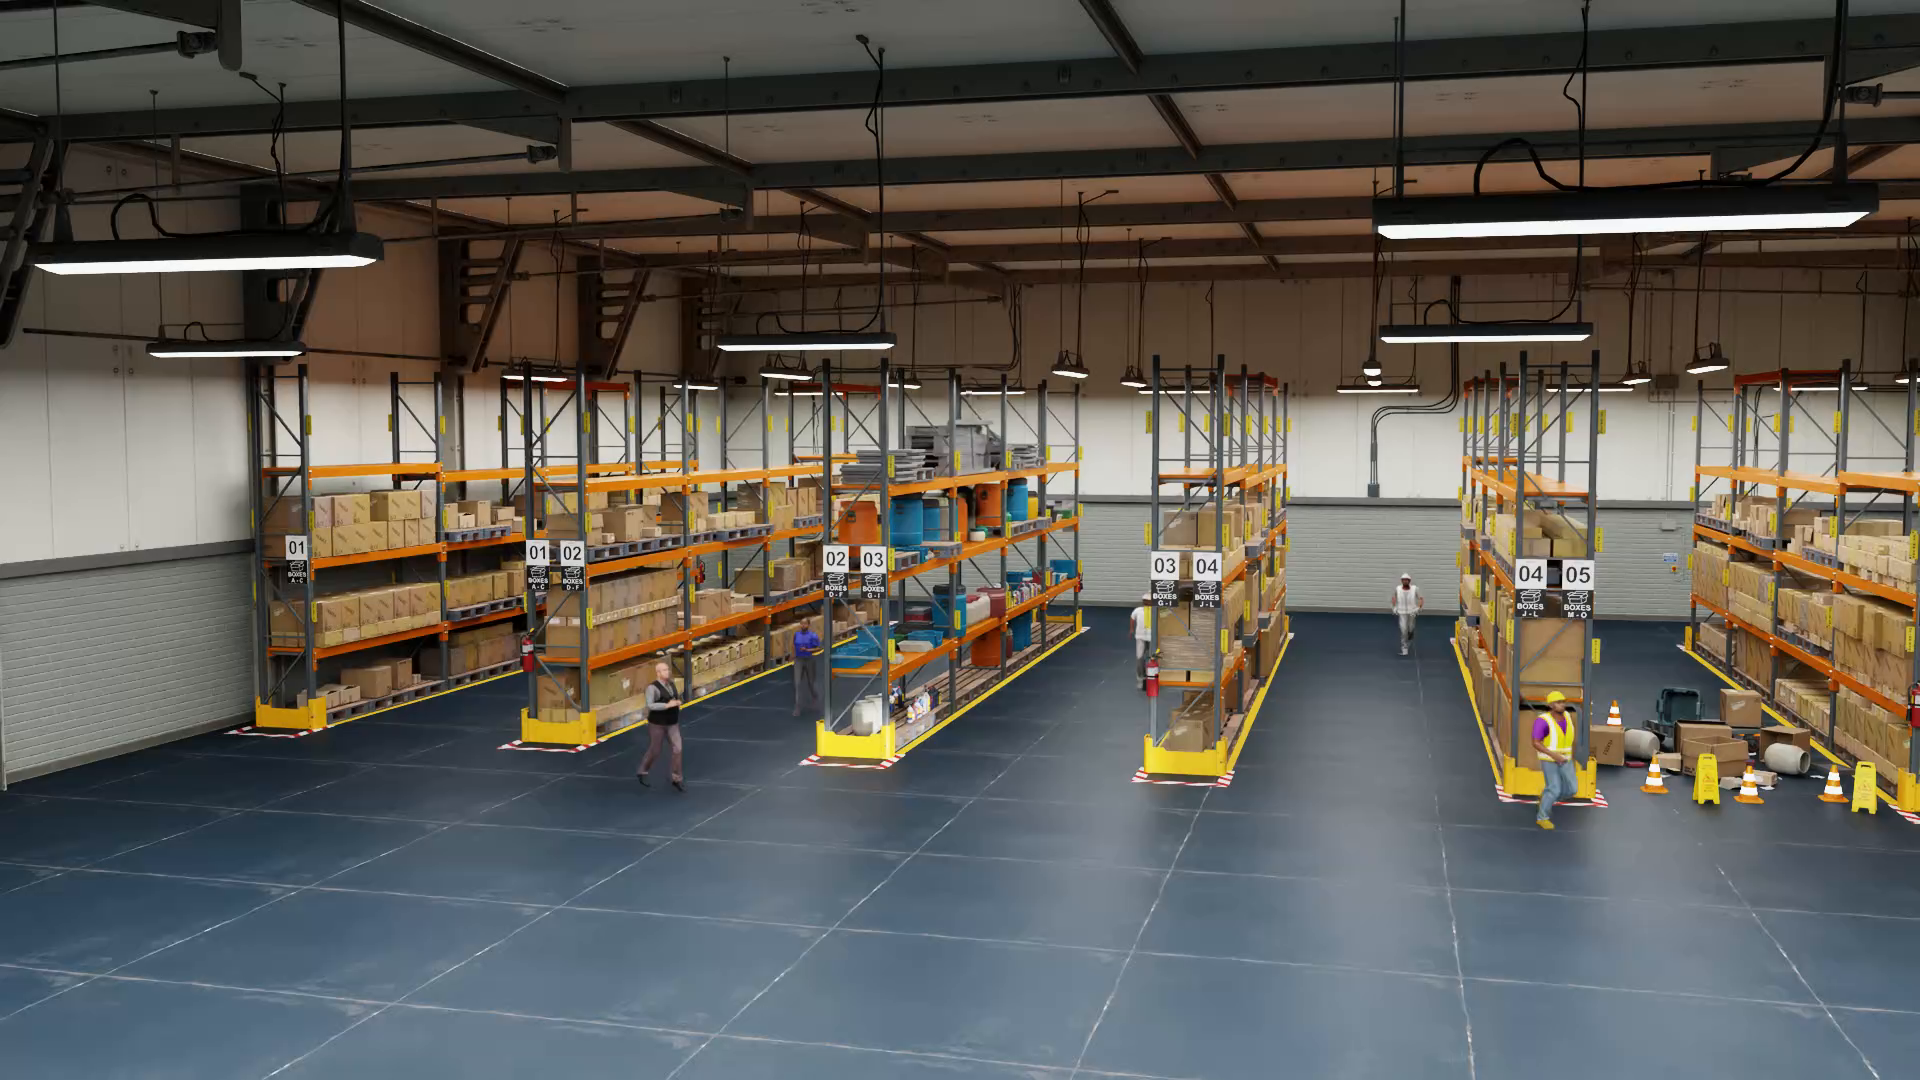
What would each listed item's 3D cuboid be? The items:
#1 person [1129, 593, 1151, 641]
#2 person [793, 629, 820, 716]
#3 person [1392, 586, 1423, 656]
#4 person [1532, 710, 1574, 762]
[{"bbox_3d":[3.557,1.464,31.706,0.674,0.894,0.692,1,4,11],"label":"person"},{"bbox_3d":[-2.683,2.268,28.869,0.529,1.450,0.929,1,4,10],"label":"person"},{"bbox_3d":[9.761,1.740,36.317,0.655,1.508,0.820,1,4,18],"label":"person"},{"bbox_3d":[7.382,2.425,20.617,0.686,0.641,0.371,-2,4,-21],"label":"person"}]
